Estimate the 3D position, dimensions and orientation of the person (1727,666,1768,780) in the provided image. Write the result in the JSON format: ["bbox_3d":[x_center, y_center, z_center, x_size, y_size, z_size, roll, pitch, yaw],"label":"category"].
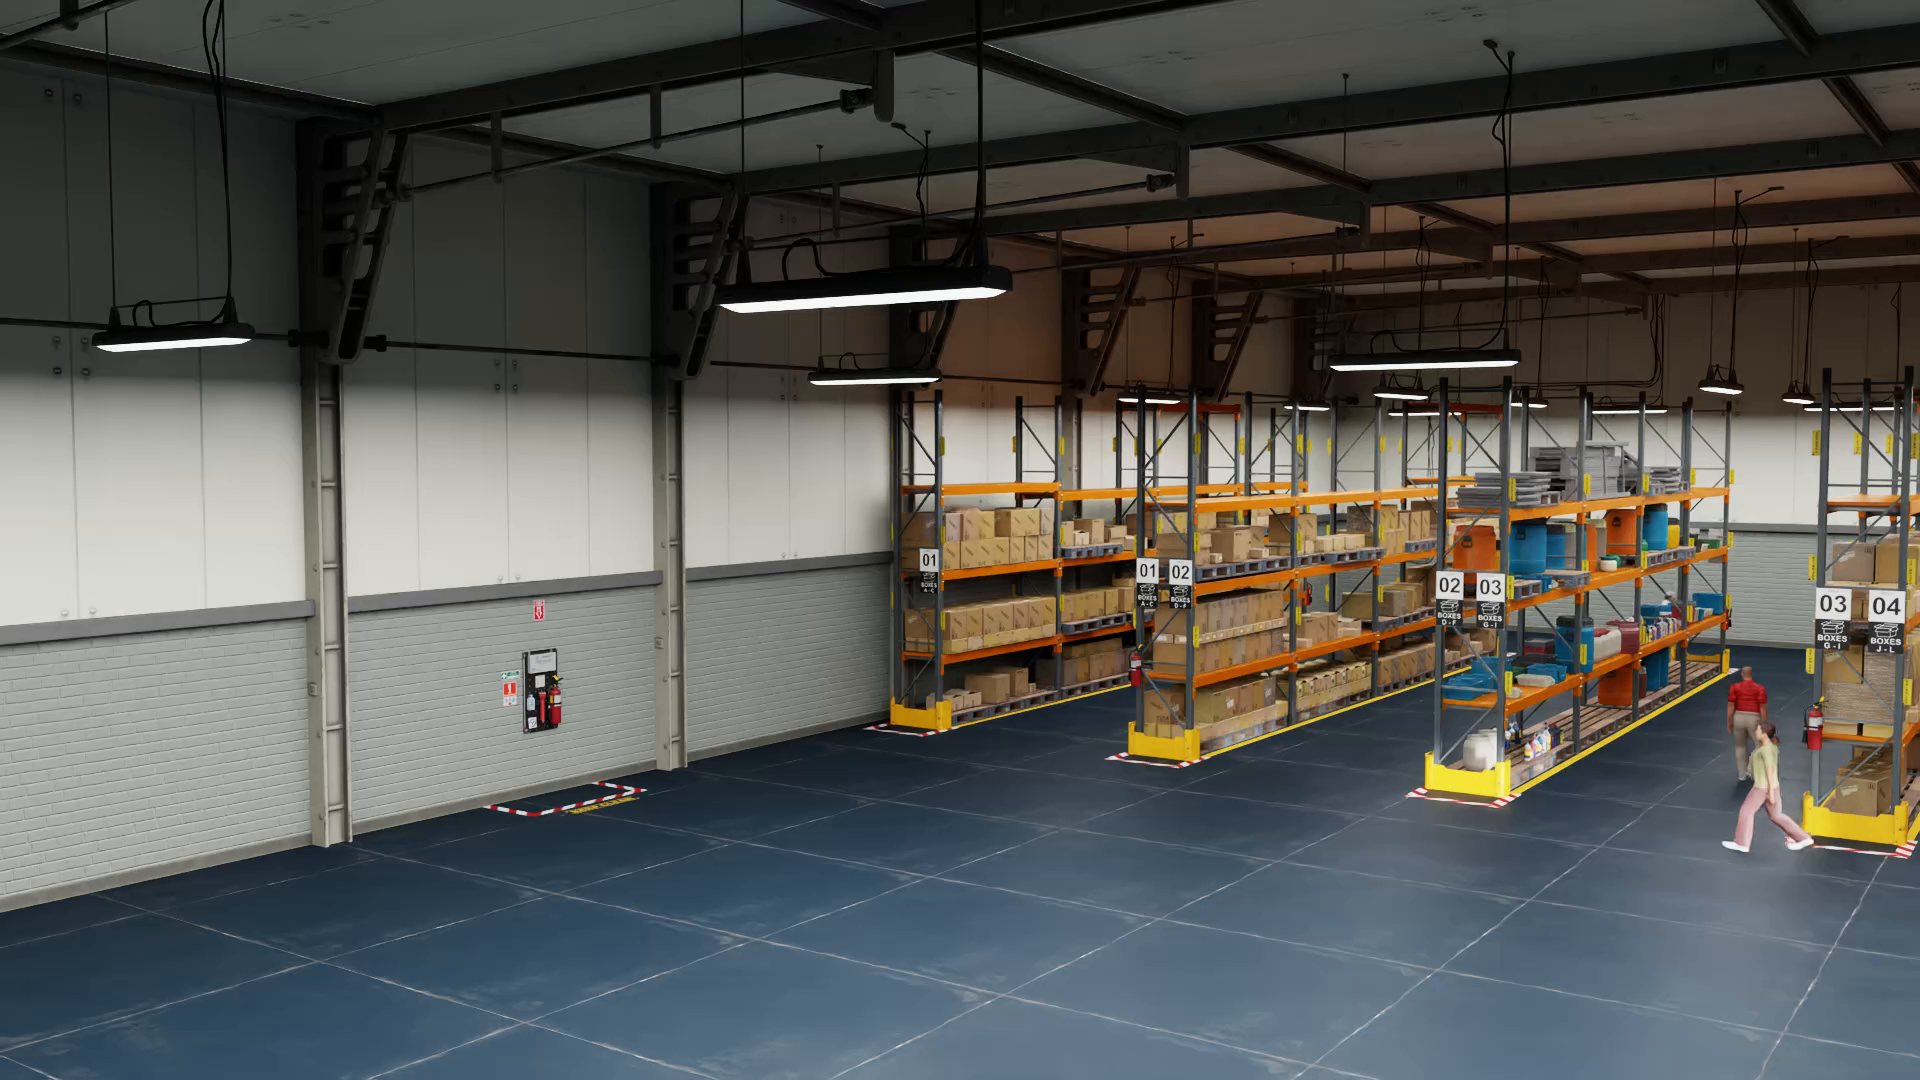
[{"bbox_3d":[11.769,2.747,24.845,0.579,1.723,0.565,2,4,34],"label":"person"}]

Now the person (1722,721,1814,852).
[{"bbox_3d":[9.905,3.033,20.352,1.002,1.626,0.445,2,4,36],"label":"person"}]

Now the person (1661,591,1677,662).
[{"bbox_3d":[16.356,1.999,38.549,0.524,1.652,0.630,-3,4,-40],"label":"person"}]
